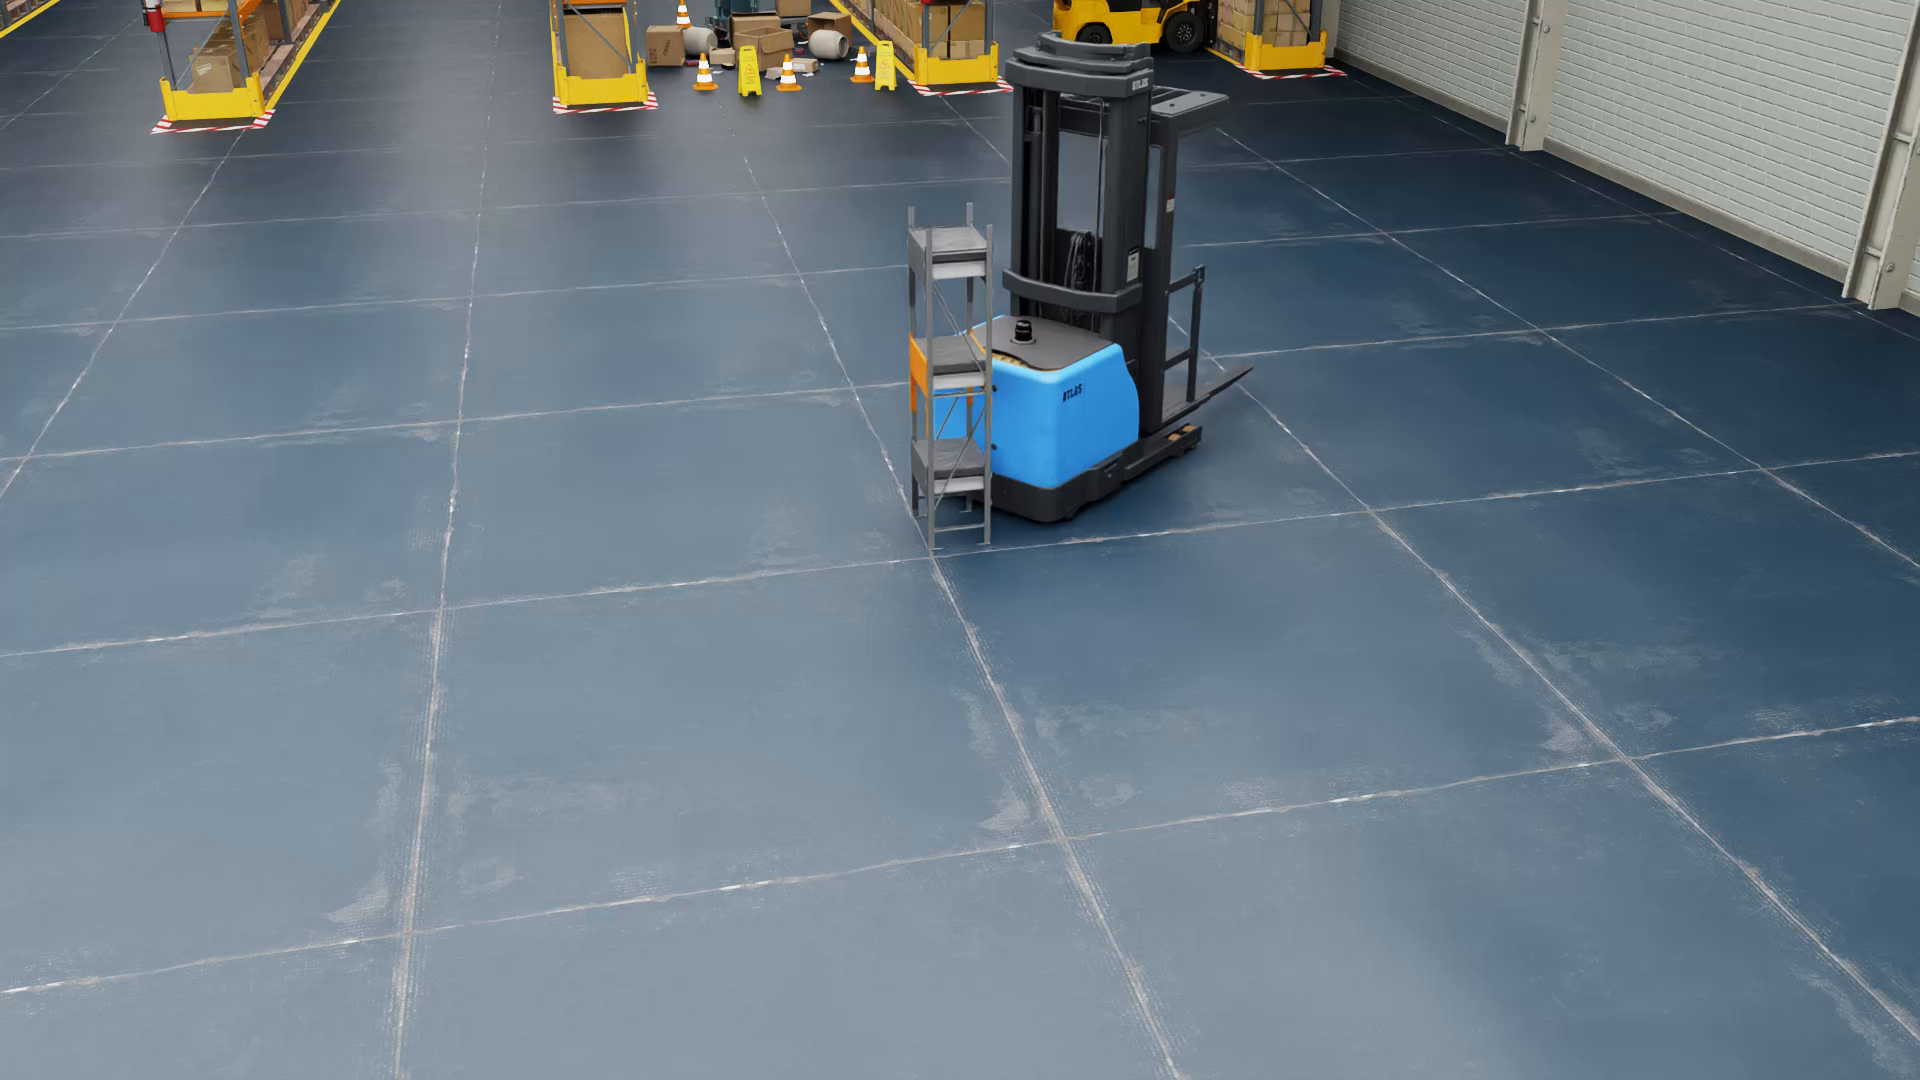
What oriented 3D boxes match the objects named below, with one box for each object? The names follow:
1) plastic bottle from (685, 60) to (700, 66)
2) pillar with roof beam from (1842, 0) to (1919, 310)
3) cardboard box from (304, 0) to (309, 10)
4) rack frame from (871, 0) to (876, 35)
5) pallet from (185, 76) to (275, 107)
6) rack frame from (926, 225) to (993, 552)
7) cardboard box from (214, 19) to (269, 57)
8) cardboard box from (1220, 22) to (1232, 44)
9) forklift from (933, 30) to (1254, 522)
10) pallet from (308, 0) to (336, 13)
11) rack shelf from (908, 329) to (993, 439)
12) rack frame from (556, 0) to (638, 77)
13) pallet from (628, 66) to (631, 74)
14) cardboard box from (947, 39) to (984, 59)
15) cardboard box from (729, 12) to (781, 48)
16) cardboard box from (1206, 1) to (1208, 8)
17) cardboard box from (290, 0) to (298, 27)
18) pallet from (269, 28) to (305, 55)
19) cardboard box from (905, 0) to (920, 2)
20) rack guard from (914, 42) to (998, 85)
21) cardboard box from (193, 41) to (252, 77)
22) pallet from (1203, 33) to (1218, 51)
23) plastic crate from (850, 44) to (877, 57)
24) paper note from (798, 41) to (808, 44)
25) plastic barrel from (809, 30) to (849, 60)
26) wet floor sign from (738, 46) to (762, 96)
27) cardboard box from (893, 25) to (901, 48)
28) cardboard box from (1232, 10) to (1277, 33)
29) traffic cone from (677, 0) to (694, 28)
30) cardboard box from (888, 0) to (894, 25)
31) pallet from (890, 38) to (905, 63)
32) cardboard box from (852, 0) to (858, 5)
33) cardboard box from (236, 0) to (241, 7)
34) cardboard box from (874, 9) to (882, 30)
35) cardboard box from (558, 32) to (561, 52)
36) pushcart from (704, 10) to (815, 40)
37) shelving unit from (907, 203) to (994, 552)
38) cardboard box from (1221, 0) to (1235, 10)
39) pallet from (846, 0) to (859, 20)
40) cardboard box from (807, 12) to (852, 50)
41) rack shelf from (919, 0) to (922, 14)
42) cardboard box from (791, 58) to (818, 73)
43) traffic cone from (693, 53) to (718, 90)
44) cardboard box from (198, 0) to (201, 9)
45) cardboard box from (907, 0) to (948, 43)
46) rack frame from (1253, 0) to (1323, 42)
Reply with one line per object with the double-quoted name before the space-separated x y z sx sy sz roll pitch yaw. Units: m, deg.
"plastic bottle" -3.945 -7.109 24.767 0.283 0.061 0.133 -16 31 -29
"pillar with roof beam" 4.030 -5.734 12.123 9.100 9.000 0.400 -6 27 -12
"cardboard box" -11.324 -9.152 27.839 0.700 0.500 0.500 -7 28 -14
"rack frame" -0.938 -9.614 26.468 1.000 3.000 0.127 -6 27 -12
"pallet" -9.857 -6.000 22.404 1.003 0.211 1.213 -6 27 -12
"rack frame" -0.003 -0.887 10.177 0.400 2.100 0.015 -6 27 -12
"cardboard box" -10.405 -7.249 24.091 0.500 0.500 0.500 2 27 5
"cardboard box" 4.283 -7.717 25.296 0.500 0.250 0.500 -6 27 -12
"forklift" 1.099 -2.024 11.507 1.130 2.935 3.031 19 33 33
"pallet" -11.598 -9.472 29.283 1.003 0.211 1.213 -6 27 -12
"rack shelf" -0.061 -0.982 10.395 0.431 0.518 0.480 -6 27 -12
"rack frame" -4.836 -7.311 21.906 1.000 3.000 0.127 -6 27 -12
"pallet" -5.092 -6.409 23.214 1.003 0.211 1.213 -6 27 -12
"cardboard box" 0.052 -7.200 24.271 0.500 0.250 0.500 -6 27 -12
"cardboard box" -3.117 -7.728 25.351 0.797 0.637 0.503 -6 27 -12
"cardboard box" 4.036 -8.394 26.083 0.500 0.250 0.500 -6 27 -12
"cardboard box" -10.926 -8.417 26.382 0.700 0.500 0.500 -8 28 -16
"pallet" -10.770 -7.704 25.780 1.003 0.211 1.213 -6 27 -12
"cardboard box" -0.619 -7.922 24.149 0.380 0.149 0.250 -5 27 -10
"rack guard" -0.053 -6.775 23.619 1.175 0.500 0.348 -6 27 -12
"cardboard box" -9.984 -6.458 22.524 0.500 0.500 0.500 1 27 2
"pallet" 4.314 -7.985 26.335 1.003 0.211 1.213 -6 27 -12
"plastic crate" -1.383 -7.538 25.596 0.402 0.080 0.583 -16 31 -29
"paper note" -2.480 -7.883 26.333 0.148 0.019 0.142 -6 27 -12
"plastic barrel" -1.977 -7.461 25.062 0.512 0.421 0.421 13 30 24
"wet floor sign" -2.900 -6.448 22.809 0.267 0.644 0.232 -11 29 -20
"cardboard box" -0.713 -7.603 25.069 0.500 0.250 0.500 -7 28 -13
"cardboard box" 4.385 -7.729 24.764 0.500 0.250 0.500 -6 27 -12
"traffic cone" -4.569 -8.676 27.426 0.336 0.463 0.334 -6 27 -12
"cardboard box" -0.820 -8.161 25.342 0.500 0.500 0.500 -5 27 -9
"pallet" -0.473 -7.541 25.456 1.003 0.211 1.213 -6 27 -12
"cardboard box" -1.382 -9.479 28.651 0.950 0.372 0.625 -5 27 -10
"cardboard box" -9.561 -7.000 21.569 0.380 0.149 0.250 -6 27 -12
"cardboard box" -1.068 -8.287 26.426 0.500 0.250 0.500 -7 28 -14
"cardboard box" -5.254 -7.227 23.631 0.875 0.875 0.875 -6 27 -12
"pushcart" -3.148 -8.190 26.557 1.648 0.377 0.936 -16 31 -29
"shelving unit" -0.061 -0.994 10.389 0.431 2.100 0.503 -6 27 -12
"cardboard box" 4.271 -8.164 25.072 0.500 0.250 0.500 -5 27 -11
"pallet" -1.393 -9.247 28.837 1.003 0.211 1.213 -6 27 -12
"cardboard box" -2.022 -7.891 25.825 0.500 0.500 0.500 13 30 24
"rack shelf" -0.487 -8.415 24.891 1.077 0.370 4.000 -6 27 -12
"cardboard box" -2.299 -6.955 24.365 0.380 0.149 0.250 8 28 15
"traffic cone" -3.572 -6.556 23.225 0.336 0.463 0.334 -6 27 -12
"cardboard box" -10.012 -6.953 21.476 0.380 0.149 0.250 -6 27 -12
"cardboard box" -0.471 -7.478 23.990 0.500 0.500 0.500 -6 27 -11
"rack frame" 4.799 -8.364 23.991 1.000 3.000 0.127 -6 27 -12
